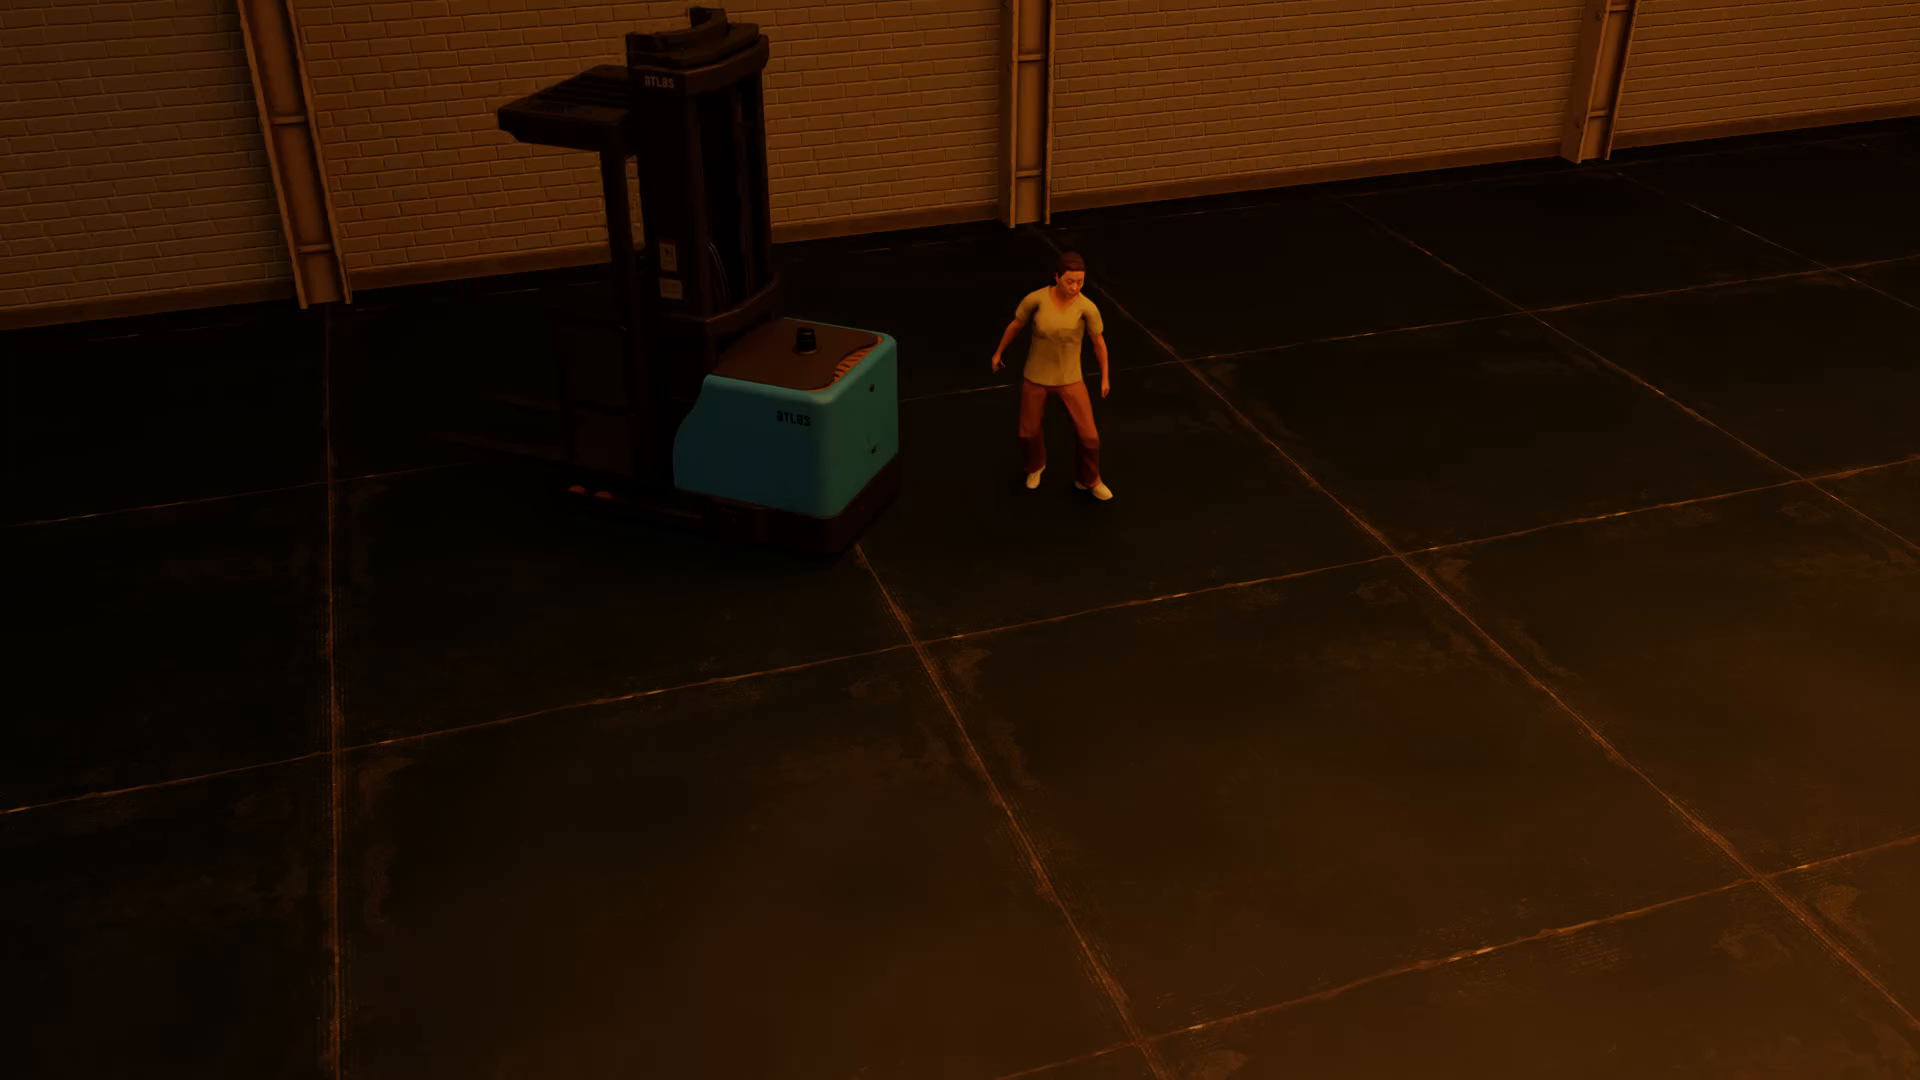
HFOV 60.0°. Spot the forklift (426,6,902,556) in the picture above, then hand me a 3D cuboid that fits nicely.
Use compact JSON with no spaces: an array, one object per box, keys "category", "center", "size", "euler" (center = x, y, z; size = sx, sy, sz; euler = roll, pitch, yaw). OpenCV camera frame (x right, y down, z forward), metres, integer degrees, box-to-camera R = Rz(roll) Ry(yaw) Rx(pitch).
[{"category":"forklift","center":[-1.936,-1.636,9.931],"size":[3.031,2.935,1.130],"euler":[11,32,19]}]

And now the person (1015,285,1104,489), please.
[{"category":"person","center":[0.621,-0.948,10.255],"size":[0.575,1.328,0.456],"euler":[7,31,12]}]
